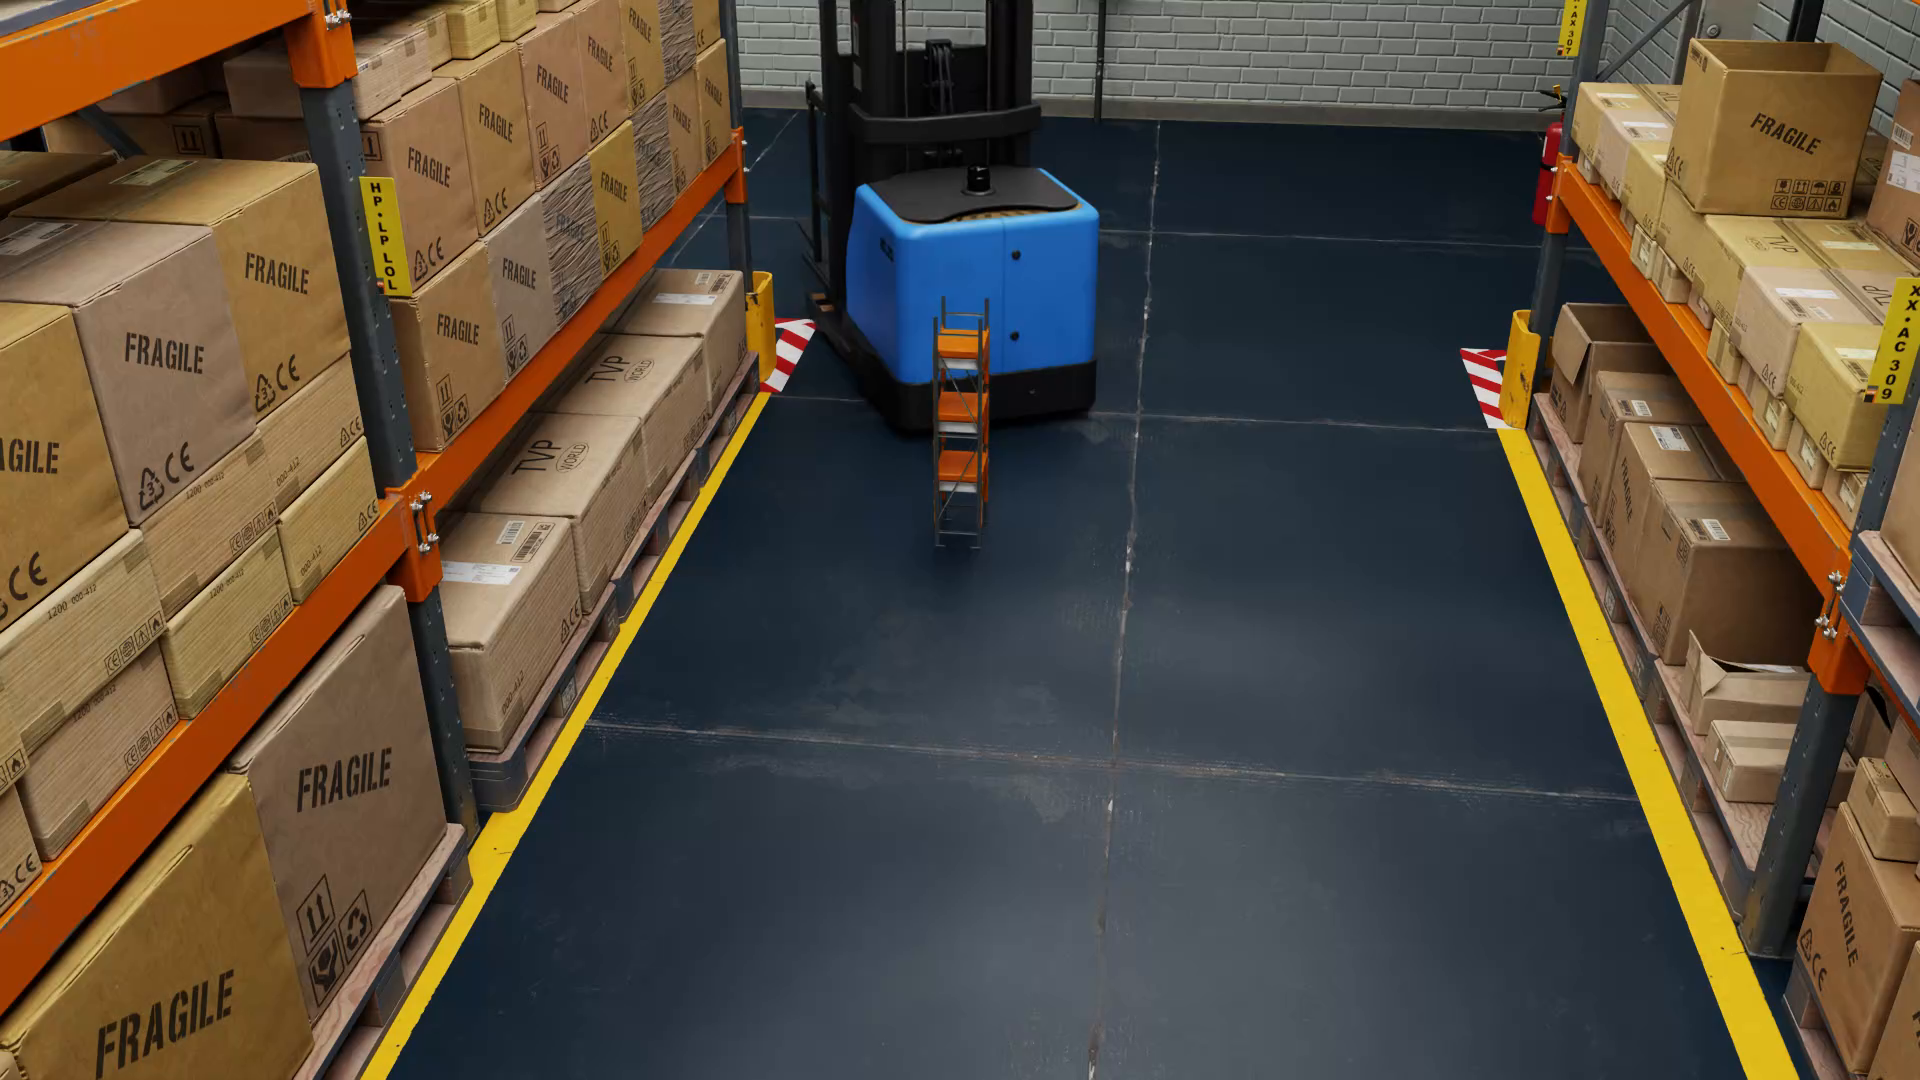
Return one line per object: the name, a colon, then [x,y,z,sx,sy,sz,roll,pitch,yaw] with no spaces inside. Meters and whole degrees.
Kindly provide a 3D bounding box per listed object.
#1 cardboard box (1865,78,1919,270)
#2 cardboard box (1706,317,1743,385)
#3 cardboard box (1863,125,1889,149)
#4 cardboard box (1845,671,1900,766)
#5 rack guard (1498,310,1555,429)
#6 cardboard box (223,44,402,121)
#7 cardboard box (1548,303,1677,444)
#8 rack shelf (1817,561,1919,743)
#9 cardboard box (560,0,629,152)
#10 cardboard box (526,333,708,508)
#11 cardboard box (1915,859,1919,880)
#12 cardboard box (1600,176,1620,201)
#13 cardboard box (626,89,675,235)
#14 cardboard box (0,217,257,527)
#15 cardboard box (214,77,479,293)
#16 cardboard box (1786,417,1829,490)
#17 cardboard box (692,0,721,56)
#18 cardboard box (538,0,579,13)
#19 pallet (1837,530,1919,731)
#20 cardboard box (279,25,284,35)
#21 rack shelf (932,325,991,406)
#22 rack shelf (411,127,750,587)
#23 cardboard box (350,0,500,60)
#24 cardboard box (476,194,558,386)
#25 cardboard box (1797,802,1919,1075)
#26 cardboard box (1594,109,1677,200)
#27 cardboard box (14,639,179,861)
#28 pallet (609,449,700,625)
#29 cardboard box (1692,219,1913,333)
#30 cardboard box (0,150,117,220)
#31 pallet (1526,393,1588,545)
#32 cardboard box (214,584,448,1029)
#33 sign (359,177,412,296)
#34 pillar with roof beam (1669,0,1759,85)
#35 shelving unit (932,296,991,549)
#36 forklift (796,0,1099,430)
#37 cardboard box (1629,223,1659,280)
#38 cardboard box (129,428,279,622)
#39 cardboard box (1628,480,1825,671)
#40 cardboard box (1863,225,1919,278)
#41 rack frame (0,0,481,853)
cardboard box: [3.293,-1.157,5.289,0.500,0.500,0.500,3,28,5]
cardboard box: [2.716,-0.622,5.507,0.380,0.149,0.250,3,28,5]
cardboard box: [3.479,-1.550,6.808,0.500,0.250,0.500,3,29,6]
cardboard box: [3.162,0.625,5.319,0.500,0.311,0.500,4,29,8]
rack guard: [3.327,-0.823,8.251,1.175,0.500,0.348,3,28,6]
cardboard box: [-1.784,-1.266,4.595,0.380,0.149,0.250,3,28,5]
cardboard box: [3.168,-0.763,7.692,0.797,0.503,0.637,2,28,4]
rack shelf: [2.601,1.182,2.652,1.077,0.370,4.000,3,28,6]
cardboard box: [-1.575,-1.772,6.218,0.500,0.500,0.500,3,28,6]
cardboard box: [-1.676,-0.555,7.376,0.875,0.438,0.875,4,29,8]
cardboard box: [2.581,0.842,4.034,0.380,0.149,0.250,3,28,5]
cardboard box: [3.039,-1.587,7.299,0.380,0.149,0.250,4,29,7]
cardboard box: [-1.516,-1.569,6.895,0.500,0.500,0.500,4,29,8]
cardboard box: [-1.942,-0.378,3.630,0.500,0.500,0.500,4,29,7]
cardboard box: [-1.781,-1.057,4.890,0.500,0.500,0.500,4,29,7]
cardboard box: [2.645,-0.254,4.824,0.380,0.149,0.250,4,29,8]
cardboard box: [-1.413,-2.489,7.549,0.500,0.500,0.500,4,29,8]
cardboard box: [-1.579,-1.982,5.923,0.380,0.149,0.250,3,29,6]
pallet: [2.640,0.378,3.588,1.003,0.211,1.213,3,28,6]
cardboard box: [-2.178,-1.531,5.086,0.380,0.149,0.250,3,28,6]
rack shelf: [0.007,-0.728,6.918,0.215,0.259,0.240,3,28,6]
rack shelf: [-1.835,-0.988,6.679,1.077,0.370,4.000,3,28,6]
cardboard box: [-1.688,-1.624,5.259,0.380,0.149,0.250,3,28,6]
cardboard box: [-1.697,-0.849,5.559,0.500,0.500,0.500,4,29,7]
cardboard box: [2.564,1.054,4.324,0.500,0.500,0.500,5,29,8]
cardboard box: [2.952,-1.589,6.881,0.500,0.250,0.500,4,29,7]
cardboard box: [-2.029,0.405,3.494,0.500,0.250,0.500,3,28,5]
pallet: [-1.762,-0.065,7.148,1.003,0.211,1.213,3,28,6]
cardboard box: [2.788,-0.866,5.539,0.500,0.250,0.500,3,28,6]
cardboard box: [-2.419,-0.657,4.147,0.500,0.500,0.500,4,29,7]
pallet: [3.231,-0.320,7.623,1.003,0.211,1.213,3,28,6]
cardboard box: [-2.077,0.684,4.615,0.875,0.875,0.875,4,29,8]
sign: [-1.540,-0.811,4.456,0.100,0.325,0.005,3,28,6]
pillar with roof beam: [0.289,-6.067,9.024,9.100,9.000,0.400,3,28,6]
shelving unit: [0.007,-0.487,7.048,0.215,1.050,0.252,3,28,6]
forklift: [-0.253,-2.508,8.816,1.130,2.935,3.031,-9,30,-16]
cardboard box: [2.817,-1.106,6.406,0.380,0.149,0.250,3,28,5]
cardboard box: [-1.947,-0.060,3.829,0.500,0.250,0.500,4,29,7]
cardboard box: [2.897,0.127,6.044,0.700,0.500,0.500,2,28,4]
cardboard box: [3.295,-0.838,5.487,0.500,0.250,0.500,4,29,7]
rack frame: [-2.080,-0.363,4.761,1.000,3.000,0.127,3,28,6]
